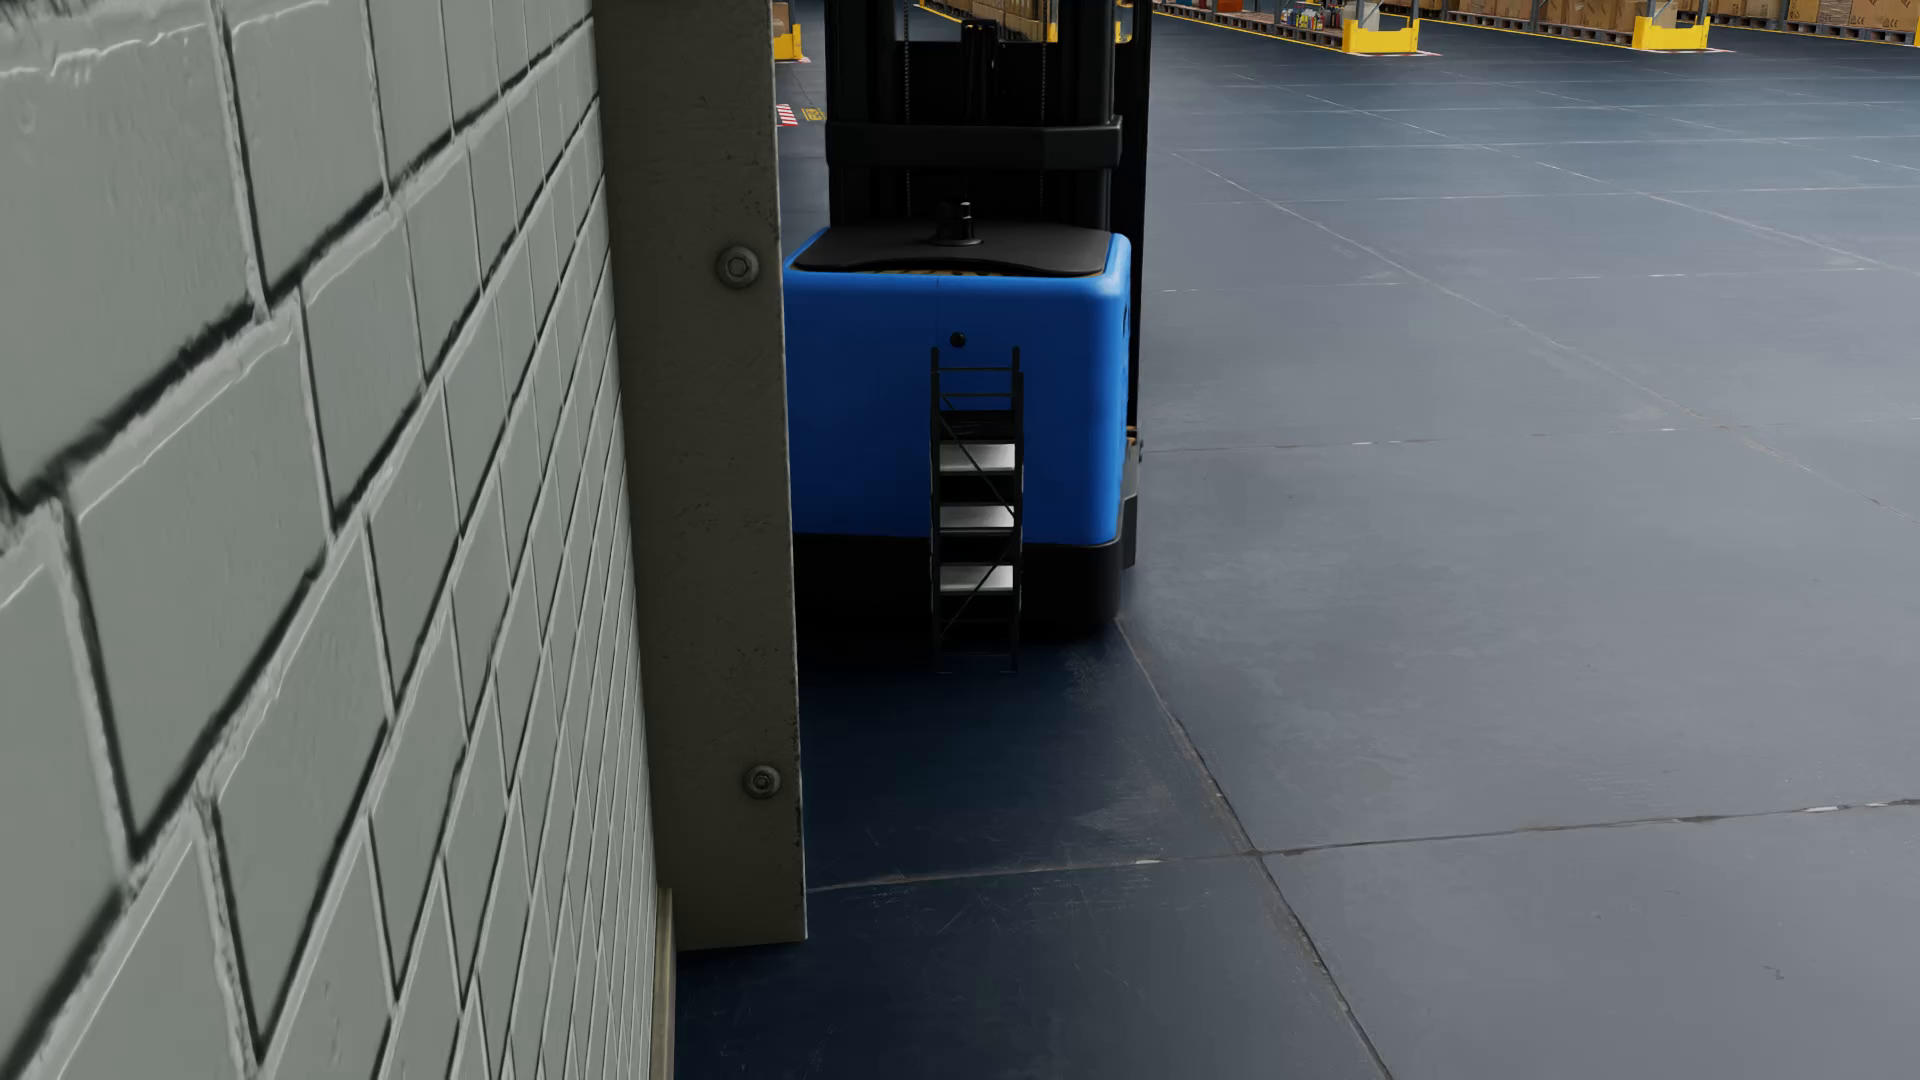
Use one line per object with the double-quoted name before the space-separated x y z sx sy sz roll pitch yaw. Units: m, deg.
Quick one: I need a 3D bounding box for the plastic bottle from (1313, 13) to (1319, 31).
"plastic bottle" 6.067 -8.827 28.316 0.061 0.283 0.133 -2 21 -6

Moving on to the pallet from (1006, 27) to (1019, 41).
"pallet" 1.395 -8.793 28.957 1.003 0.211 1.213 -3 21 -8

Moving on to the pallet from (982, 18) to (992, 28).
"pallet" 0.998 -9.747 31.511 1.003 0.211 1.213 -3 21 -8

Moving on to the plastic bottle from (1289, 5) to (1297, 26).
"plastic bottle" 5.930 -9.290 29.459 0.144 0.351 0.185 -2 21 -6

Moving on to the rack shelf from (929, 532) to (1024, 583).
"rack shelf" 0.043 0.040 4.654 0.258 0.077 0.200 0 25 -1

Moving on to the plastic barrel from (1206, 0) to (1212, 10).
"plastic barrel" 5.390 -11.401 34.909 0.421 0.512 0.421 0 20 0

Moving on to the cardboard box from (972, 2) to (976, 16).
"cardboard box" 0.530 -10.474 32.802 0.500 0.250 0.500 -3 21 -8

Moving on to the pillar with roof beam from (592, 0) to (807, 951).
"pillar with roof beam" 3.760 -3.657 2.647 9.100 9.000 0.400 -3 21 -8

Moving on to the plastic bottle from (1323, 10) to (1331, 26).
"plastic bottle" 6.487 -9.264 29.497 0.152 0.276 0.135 -3 21 -8

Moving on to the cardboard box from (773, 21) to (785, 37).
"cardboard box" -3.014 -7.931 25.878 0.500 0.311 0.500 -5 21 -14

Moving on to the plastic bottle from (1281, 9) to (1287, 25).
"plastic bottle" 5.836 -9.421 29.923 0.097 0.271 0.097 0 20 0

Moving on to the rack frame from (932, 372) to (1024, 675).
"rack frame" 0.045 -0.029 4.509 0.240 0.900 0.006 0 25 -1

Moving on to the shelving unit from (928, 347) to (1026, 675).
"shelving unit" 0.043 -0.072 4.601 0.258 0.900 0.210 0 25 -1

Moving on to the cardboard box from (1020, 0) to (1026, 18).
"cardboard box" 1.297 -8.941 27.626 0.500 0.500 0.500 -3 21 -8

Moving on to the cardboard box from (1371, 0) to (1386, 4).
"cardboard box" 10.084 -12.626 37.670 1.225 0.875 0.875 -3 21 -8

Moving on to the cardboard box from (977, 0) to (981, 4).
"cardboard box" 0.614 -10.555 32.218 0.500 0.311 0.500 -3 21 -9

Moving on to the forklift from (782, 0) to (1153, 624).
"forklift" 0.124 -1.604 5.823 1.130 2.935 3.031 3 21 7

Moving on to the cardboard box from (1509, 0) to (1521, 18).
"cardboard box" 11.008 -10.290 31.923 0.700 0.500 0.500 -3 21 -8

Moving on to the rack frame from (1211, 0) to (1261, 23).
"rack frame" 5.647 -12.010 33.585 1.000 3.000 0.127 -3 21 -8

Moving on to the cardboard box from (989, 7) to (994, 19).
"cardboard box" 0.830 -9.767 30.908 0.500 0.250 0.500 -2 21 -7

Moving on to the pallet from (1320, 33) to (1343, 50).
"pallet" 6.631 -8.239 27.475 1.003 0.211 1.213 -3 21 -8

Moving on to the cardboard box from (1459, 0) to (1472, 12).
"cardboard box" 10.665 -11.064 33.996 0.700 0.500 0.500 -4 21 -11

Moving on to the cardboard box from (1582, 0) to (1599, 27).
"cardboard box" 11.400 -9.351 29.439 0.500 0.500 0.500 -5 21 -13

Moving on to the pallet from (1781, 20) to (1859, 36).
"pallet" 16.080 -9.517 30.894 1.003 0.211 1.213 -3 21 -8

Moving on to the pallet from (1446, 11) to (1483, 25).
"pallet" 10.660 -10.683 34.017 1.003 0.211 1.213 -3 21 -8

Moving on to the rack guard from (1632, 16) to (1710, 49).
"rack guard" 11.691 -8.345 27.346 1.175 0.500 0.348 -3 21 -8

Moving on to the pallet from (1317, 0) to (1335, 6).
"pallet" 9.588 -13.450 41.427 1.003 0.211 1.213 -3 21 -8

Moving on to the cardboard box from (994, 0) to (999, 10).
"cardboard box" 0.898 -9.854 30.339 0.500 0.311 0.500 -2 21 -6

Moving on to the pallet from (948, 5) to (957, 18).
"pallet" 0.323 -11.560 36.367 1.003 0.211 1.213 -3 21 -8

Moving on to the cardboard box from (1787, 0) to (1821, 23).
"cardboard box" 16.069 -10.070 30.828 0.875 0.875 0.875 -3 21 -7

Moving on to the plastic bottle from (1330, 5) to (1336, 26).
"plastic bottle" 6.629 -9.315 29.528 0.144 0.351 0.185 -4 21 -10

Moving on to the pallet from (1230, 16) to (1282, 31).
"pallet" 5.893 -10.012 32.221 1.003 0.211 1.213 -3 21 -8

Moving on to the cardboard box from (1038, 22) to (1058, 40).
"cardboard box" 1.529 -8.071 26.368 0.500 0.250 0.500 -3 21 -8

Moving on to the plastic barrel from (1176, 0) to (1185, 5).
"plastic barrel" 5.132 -12.419 37.080 0.600 0.901 0.708 -3 21 -8

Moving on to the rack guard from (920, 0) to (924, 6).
"rack guard" -0.397 -13.334 40.703 1.175 0.500 0.348 -3 21 -8

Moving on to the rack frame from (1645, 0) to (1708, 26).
"rack frame" 11.702 -9.490 26.838 1.000 3.000 0.127 -3 21 -8

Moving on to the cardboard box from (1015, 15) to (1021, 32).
"cardboard box" 1.222 -8.763 28.220 0.500 0.250 0.500 -3 21 -8

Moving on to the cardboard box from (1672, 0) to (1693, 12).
"cardboard box" 15.470 -11.402 34.573 1.050 0.750 0.750 -3 21 -8

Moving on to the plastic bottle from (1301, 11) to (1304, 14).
"plastic bottle" 6.015 -9.138 29.167 0.097 0.271 0.097 0 20 0

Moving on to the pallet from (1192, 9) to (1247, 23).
"pallet" 5.492 -10.975 34.798 1.003 0.211 1.213 -3 21 -8

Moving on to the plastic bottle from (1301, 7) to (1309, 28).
"plastic bottle" 6.018 -9.077 28.890 0.144 0.351 0.185 -3 21 -8

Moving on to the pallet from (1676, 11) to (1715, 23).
"pallet" 15.510 -10.892 34.577 1.003 0.211 1.213 -3 21 -8

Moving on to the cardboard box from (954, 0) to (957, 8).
"cardboard box" 0.150 -11.644 35.549 0.500 0.500 0.500 -3 21 -7
